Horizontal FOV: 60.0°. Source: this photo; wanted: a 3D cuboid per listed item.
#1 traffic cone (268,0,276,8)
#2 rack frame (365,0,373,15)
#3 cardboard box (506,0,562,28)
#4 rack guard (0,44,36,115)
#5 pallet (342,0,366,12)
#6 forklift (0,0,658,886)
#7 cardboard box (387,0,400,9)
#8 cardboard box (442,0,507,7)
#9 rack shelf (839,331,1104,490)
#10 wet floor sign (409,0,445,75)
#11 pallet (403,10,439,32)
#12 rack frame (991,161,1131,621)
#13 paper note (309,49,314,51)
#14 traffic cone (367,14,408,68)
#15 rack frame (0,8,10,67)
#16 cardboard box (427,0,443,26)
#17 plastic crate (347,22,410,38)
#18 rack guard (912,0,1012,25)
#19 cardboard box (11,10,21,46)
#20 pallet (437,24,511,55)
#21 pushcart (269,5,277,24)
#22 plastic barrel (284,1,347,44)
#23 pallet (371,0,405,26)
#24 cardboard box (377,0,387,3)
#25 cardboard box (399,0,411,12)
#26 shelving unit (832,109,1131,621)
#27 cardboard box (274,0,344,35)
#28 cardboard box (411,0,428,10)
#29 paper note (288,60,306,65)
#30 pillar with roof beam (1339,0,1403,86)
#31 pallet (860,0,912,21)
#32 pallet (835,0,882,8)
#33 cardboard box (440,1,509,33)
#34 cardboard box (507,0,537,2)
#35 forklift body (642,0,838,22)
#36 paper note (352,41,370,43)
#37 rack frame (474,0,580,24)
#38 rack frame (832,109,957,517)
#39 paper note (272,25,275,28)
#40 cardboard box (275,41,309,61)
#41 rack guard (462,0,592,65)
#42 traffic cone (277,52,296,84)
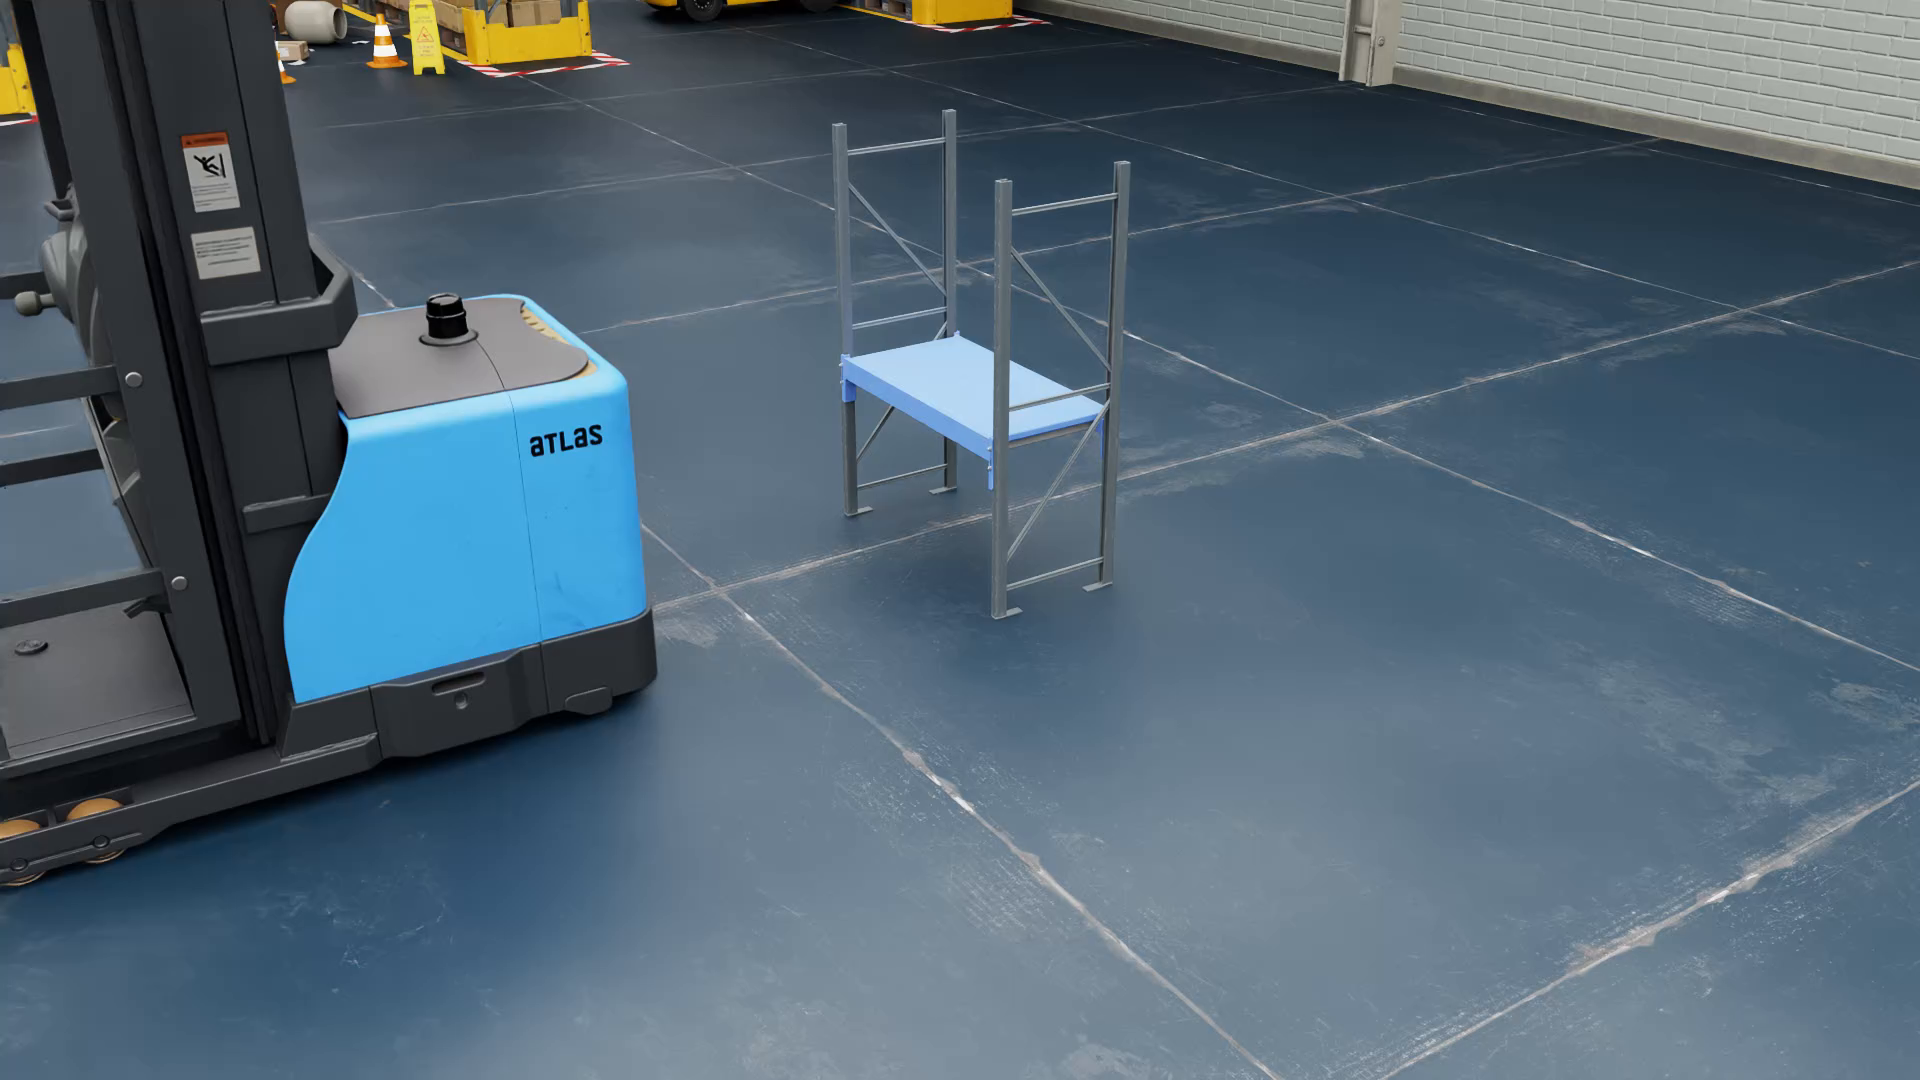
[{"bbox_3d":[-8.172,-6.429,19.325,0.336,0.463,0.334,-16,29,-30],"label":"traffic cone"},{"bbox_3d":[-6.322,-7.458,18.536,1.000,3.000,0.127,-16,29,-30],"label":"rack frame"},{"bbox_3d":[-4.347,-5.327,16.750,0.500,0.250,0.500,-16,30,-30],"label":"cardboard box"},{"bbox_3d":[-8.217,-3.699,13.500,1.175,0.500,0.348,-16,29,-30],"label":"rack guard"},{"bbox_3d":[-6.748,-6.476,19.720,1.003,0.211,1.213,-16,29,-30],"label":"pallet"},{"bbox_3d":[-2.474,-0.682,4.260,3.031,2.935,1.130,-14,29,-28],"label":"forklift"},{"bbox_3d":[-5.925,-5.943,18.054,0.500,0.250,0.500,-14,29,-27],"label":"cardboard box"},{"bbox_3d":[-4.794,-5.539,16.320,0.500,0.500,0.500,-15,29,-29],"label":"cardboard box"},{"bbox_3d":[0.047,-0.485,5.942,0.538,0.185,1.000,-16,29,-30],"label":"rack shelf"},{"bbox_3d":[-4.931,-4.646,15.335,0.267,0.644,0.232,-6,26,-12],"label":"wet floor sign"},{"bbox_3d":[-5.255,-5.529,17.714,1.003,0.211,1.213,-16,29,-30],"label":"pallet"},{"bbox_3d":[0.324,-0.466,5.480,0.500,1.500,0.032,-16,29,-30],"label":"rack frame"},{"bbox_3d":[-6.474,-4.892,16.602,0.032,0.001,0.123,-16,29,-30],"label":"paper note"},{"bbox_3d":[-5.454,-4.734,15.735,0.336,0.463,0.334,-16,29,-30],"label":"traffic cone"},{"bbox_3d":[-8.230,-4.838,12.985,1.000,3.000,0.127,-16,29,-30],"label":"rack frame"},{"bbox_3d":[-5.081,-5.388,16.878,0.500,0.250,0.500,-15,29,-29],"label":"cardboard box"},{"bbox_3d":[-6.152,-5.386,17.564,0.583,0.080,0.402,18,31,33],"label":"plastic crate"},{"bbox_3d":[0.032,-6.047,18.473,1.175,0.500,0.348,-16,29,-30],"label":"rack guard"},{"bbox_3d":[-8.707,-4.823,15.879,0.500,0.500,0.500,-10,27,-21],"label":"cardboard box"},{"bbox_3d":[-4.594,-5.093,16.791,1.003,0.211,1.213,-16,29,-30],"label":"pallet"},{"bbox_3d":[-8.205,-5.723,17.932,0.936,0.377,1.648,18,31,33],"label":"pushcart"},{"bbox_3d":[-6.534,-5.249,16.872,0.512,0.421,0.421,3,25,6],"label":"plastic barrel"},{"bbox_3d":[-5.926,-5.965,18.639,1.003,0.211,1.213,-16,29,-30],"label":"pallet"},{"bbox_3d":[-6.226,-6.131,18.453,0.500,0.250,0.500,-17,30,-32],"label":"cardboard box"},{"bbox_3d":[-5.633,-5.754,17.653,0.500,0.250,0.500,-16,30,-30],"label":"cardboard box"},{"bbox_3d":[0.047,-0.648,5.865,0.538,1.500,1.048,-16,29,-30],"label":"shelving unit"},{"bbox_3d":[-6.877,-5.629,17.585,0.500,0.500,0.500,3,25,6],"label":"cardboard box"},{"bbox_3d":[-5.371,-5.574,17.272,0.500,0.250,0.500,-17,30,-31],"label":"cardboard box"},{"bbox_3d":[-6.322,-4.559,15.872,0.142,0.019,0.148,18,31,33],"label":"paper note"},{"bbox_3d":[0.062,-7.208,10.979,9.100,9.000,0.400,-16,29,-30],"label":"pillar with roof beam"},{"bbox_3d":[-0.434,-6.189,19.112,1.003,0.211,1.213,-16,29,-30],"label":"pallet"},{"bbox_3d":[-1.096,-6.625,20.035,1.003,0.211,1.213,-16,29,-30],"label":"pallet"},{"bbox_3d":[-4.818,-5.209,16.500,0.500,0.250,0.500,-16,29,-30],"label":"cardboard box"},{"bbox_3d":[-4.360,-5.675,16.608,0.500,0.500,0.500,-17,30,-31],"label":"cardboard box"},{"bbox_3d":[-2.545,-7.055,18.675,2.313,2.155,1.214,-16,29,-30],"label":"forklift body"},{"bbox_3d":[-6.132,-5.104,17.026,0.148,0.019,0.142,18,31,33],"label":"paper note"},{"bbox_3d":[-4.138,-6.028,15.505,1.000,3.000,0.127,-16,29,-30],"label":"rack frame"},{"bbox_3d":[-0.231,-0.830,6.250,0.500,1.500,0.032,-16,29,-30],"label":"rack frame"},{"bbox_3d":[-7.462,-5.529,17.926,0.148,0.019,0.142,-16,29,-30],"label":"paper note"},{"bbox_3d":[-6.546,-4.736,16.109,0.380,0.149,0.250,-1,25,-3],"label":"cardboard box"},{"bbox_3d":[-4.180,-4.925,16.096,1.175,0.500,0.348,-16,29,-30],"label":"rack guard"},{"bbox_3d":[-6.198,-4.353,14.930,0.336,0.463,0.334,-16,29,-30],"label":"traffic cone"}]
